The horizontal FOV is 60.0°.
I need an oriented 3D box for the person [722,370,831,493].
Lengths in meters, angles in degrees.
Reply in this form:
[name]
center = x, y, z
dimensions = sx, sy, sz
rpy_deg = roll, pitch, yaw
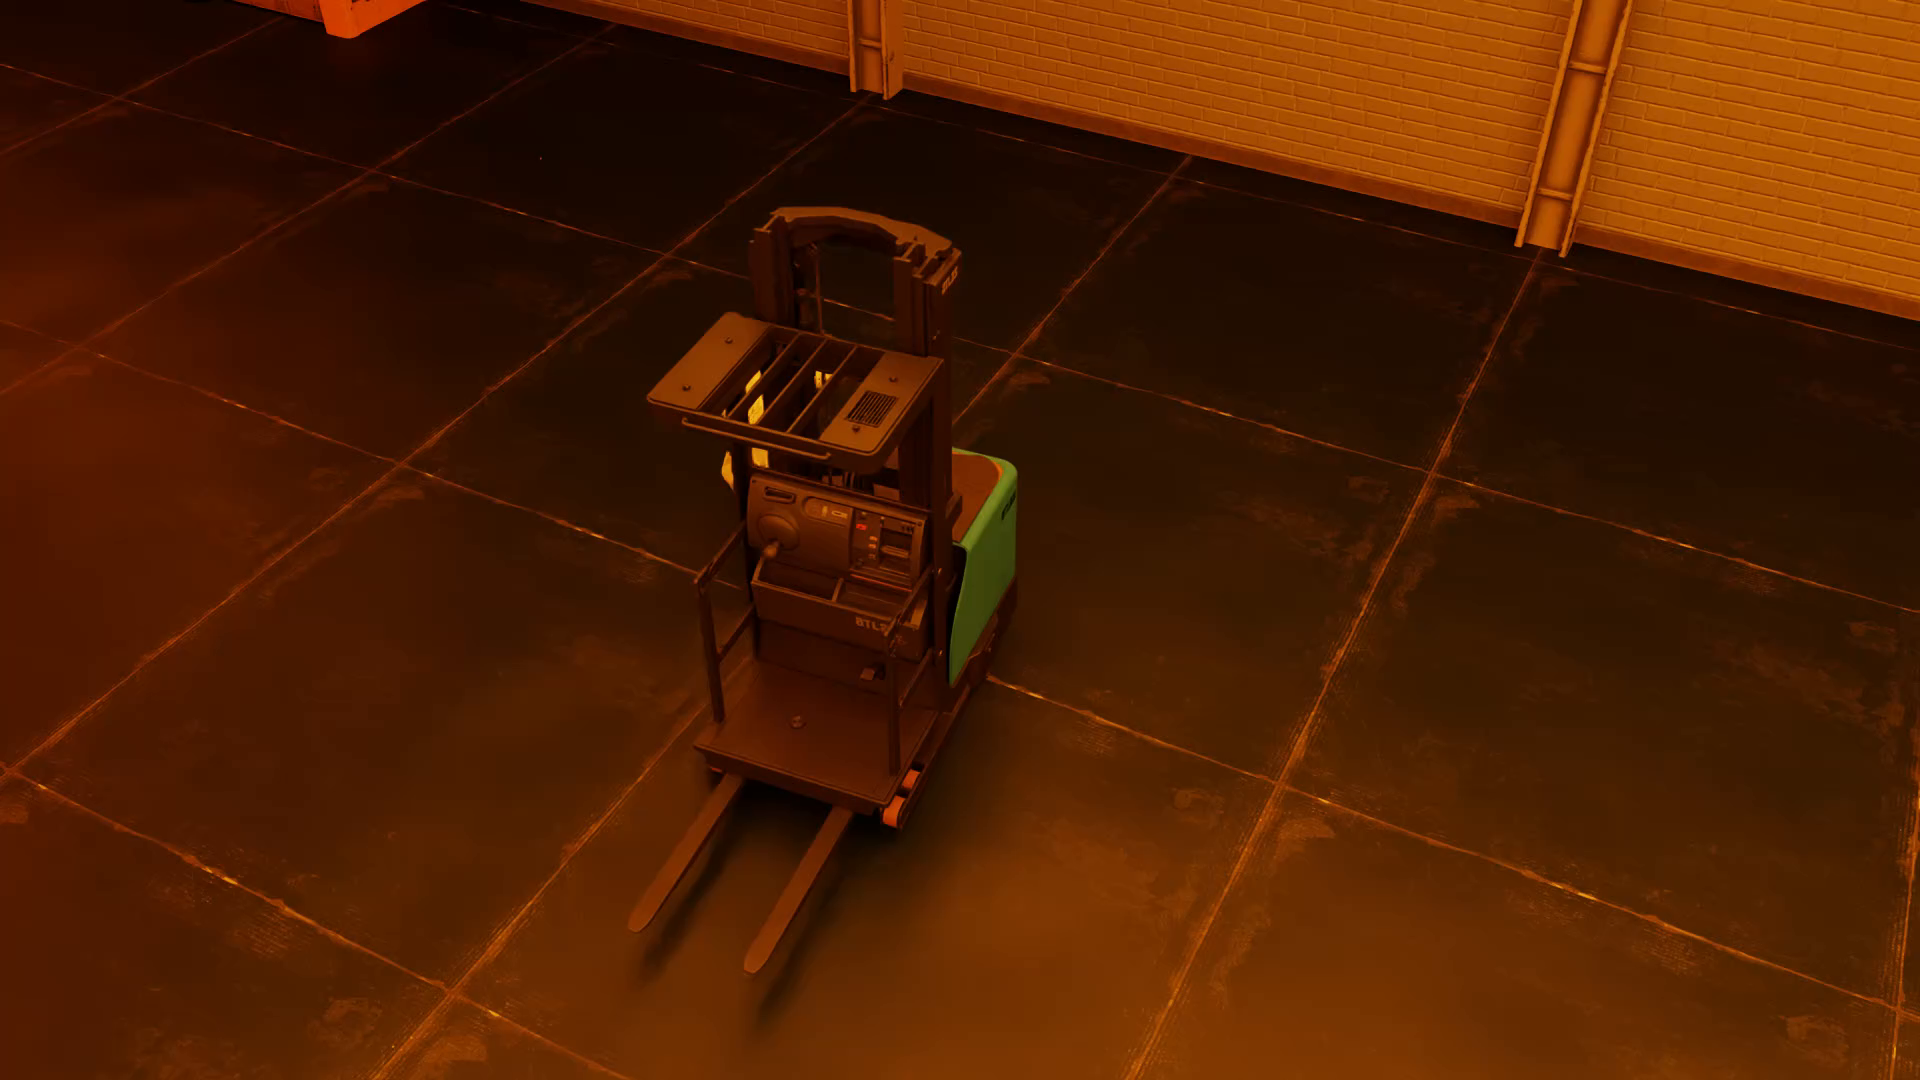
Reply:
[person]
center = -1.209, -0.726, 9.984
dimensions = 0.829, 1.492, 1.074
rpy_deg = -17, 43, -19

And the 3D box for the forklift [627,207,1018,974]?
[forklift]
center = -0.686, 0.040, 7.939
dimensions = 1.130, 2.935, 3.031
rpy_deg = 14, 42, 16
